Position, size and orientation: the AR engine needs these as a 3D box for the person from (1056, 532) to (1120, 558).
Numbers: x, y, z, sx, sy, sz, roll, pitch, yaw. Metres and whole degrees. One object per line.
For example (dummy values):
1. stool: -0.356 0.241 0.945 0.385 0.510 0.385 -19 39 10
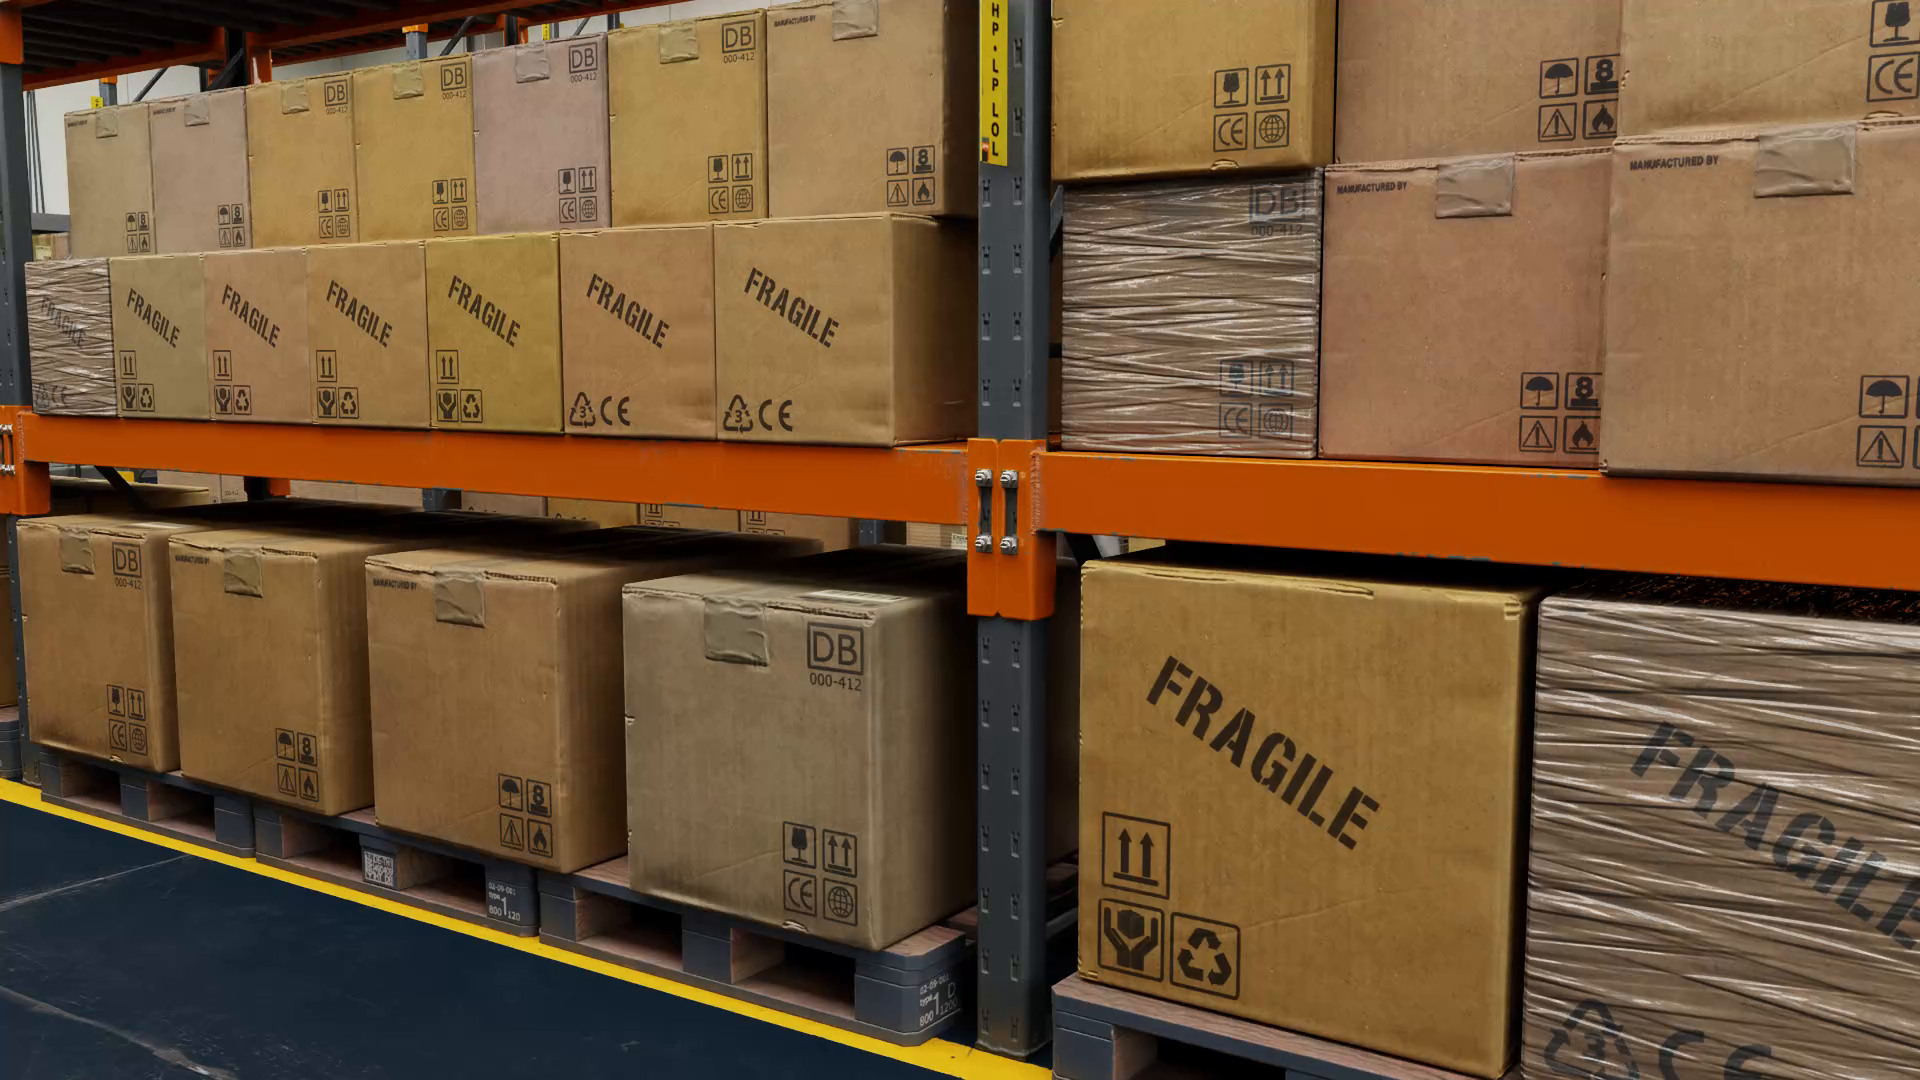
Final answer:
1. person: 0.523 -0.155 7.355 0.514 1.672 0.357 4 7 30
